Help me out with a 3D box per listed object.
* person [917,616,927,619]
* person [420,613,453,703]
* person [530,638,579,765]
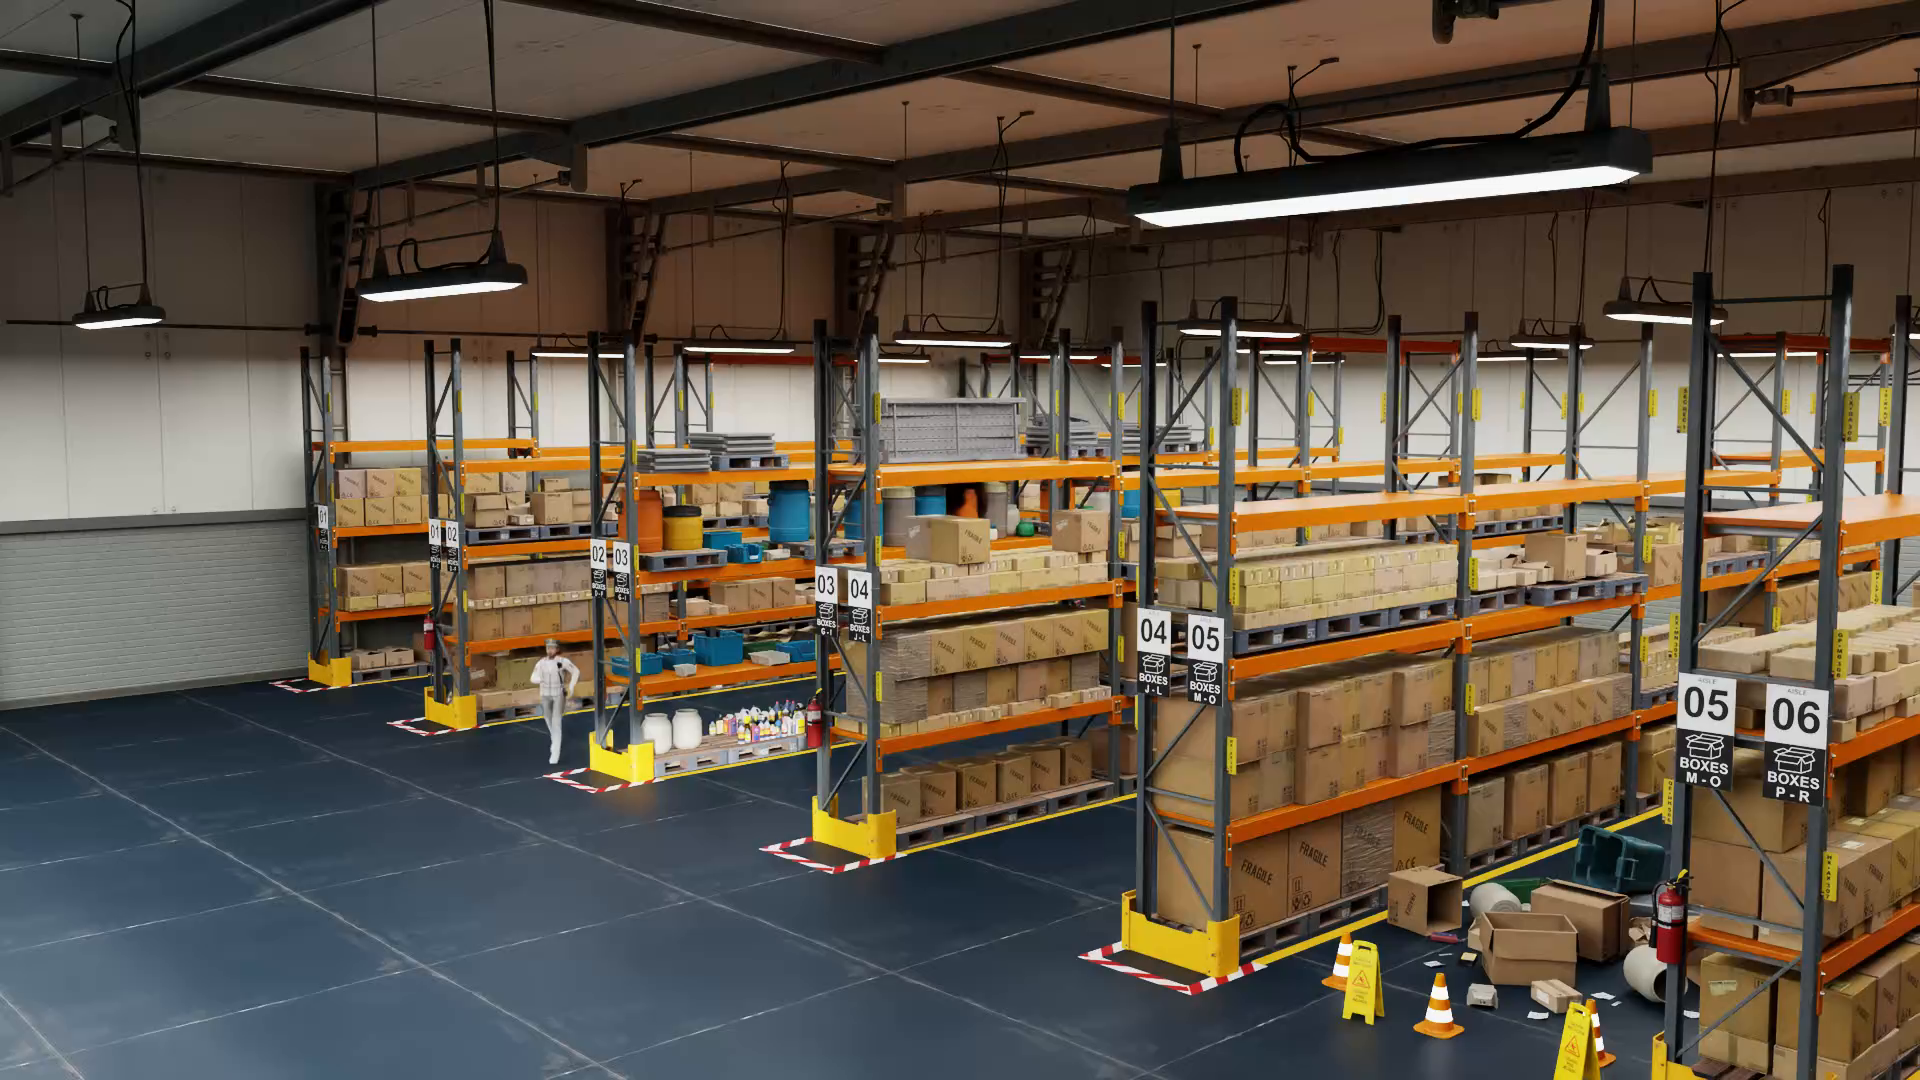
[{"bbox_3d":[-0.759,1.479,29.576,0.619,1.657,0.775,3,6,34],"label":"person"},{"bbox_3d":[-8.627,1.961,27.461,0.529,1.597,0.579,3,6,35],"label":"person"},{"bbox_3d":[-5.748,2.235,23.533,0.608,1.724,0.854,1,5,6],"label":"person"}]
